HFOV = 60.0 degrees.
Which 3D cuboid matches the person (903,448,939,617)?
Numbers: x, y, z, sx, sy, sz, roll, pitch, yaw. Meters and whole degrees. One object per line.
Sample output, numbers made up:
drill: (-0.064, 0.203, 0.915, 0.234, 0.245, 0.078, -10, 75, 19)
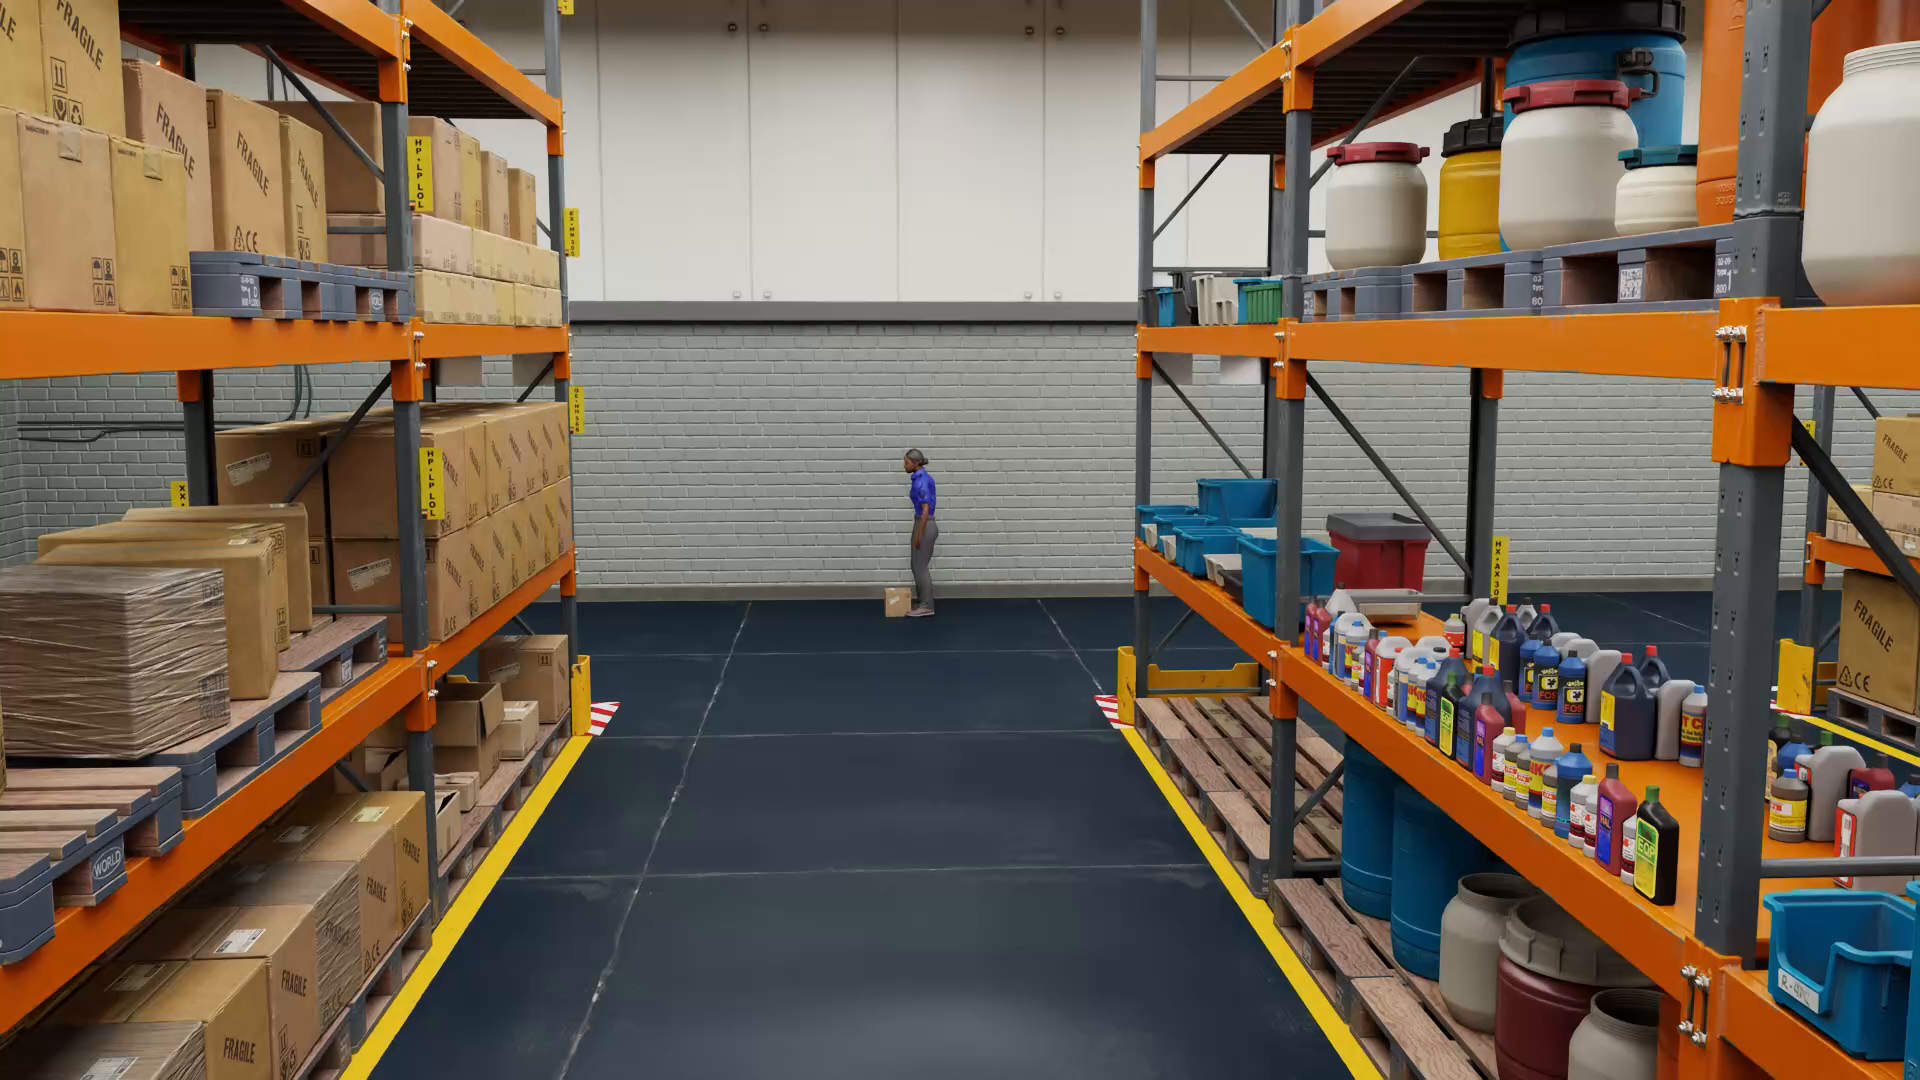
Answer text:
person: (-0.387, -0.083, 16.444, 0.347, 1.655, 0.506, 0, 7, -4)
